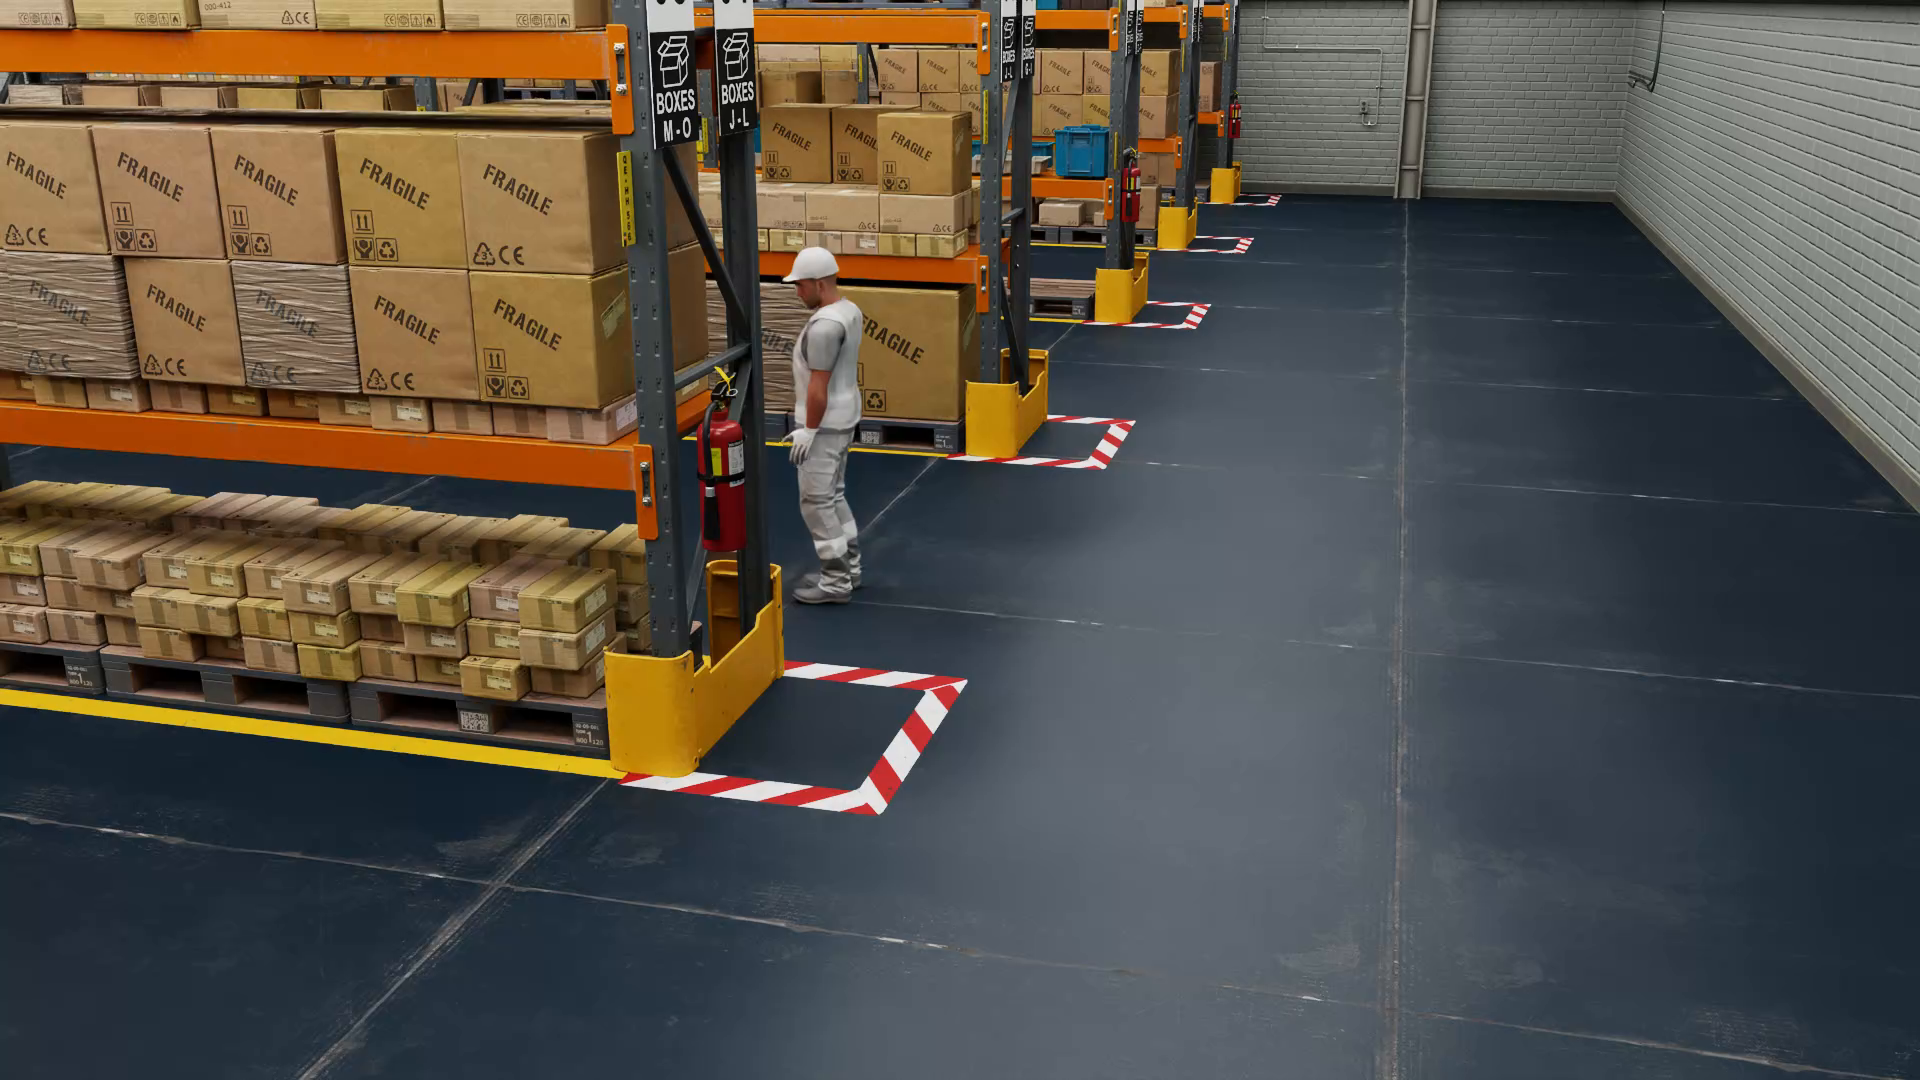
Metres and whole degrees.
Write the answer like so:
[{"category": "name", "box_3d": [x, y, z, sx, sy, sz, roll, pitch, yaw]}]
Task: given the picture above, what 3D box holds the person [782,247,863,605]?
[{"category": "person", "box_3d": [-0.673, -0.558, 8.252, 0.364, 1.778, 0.528, 3, 18, 8]}]
